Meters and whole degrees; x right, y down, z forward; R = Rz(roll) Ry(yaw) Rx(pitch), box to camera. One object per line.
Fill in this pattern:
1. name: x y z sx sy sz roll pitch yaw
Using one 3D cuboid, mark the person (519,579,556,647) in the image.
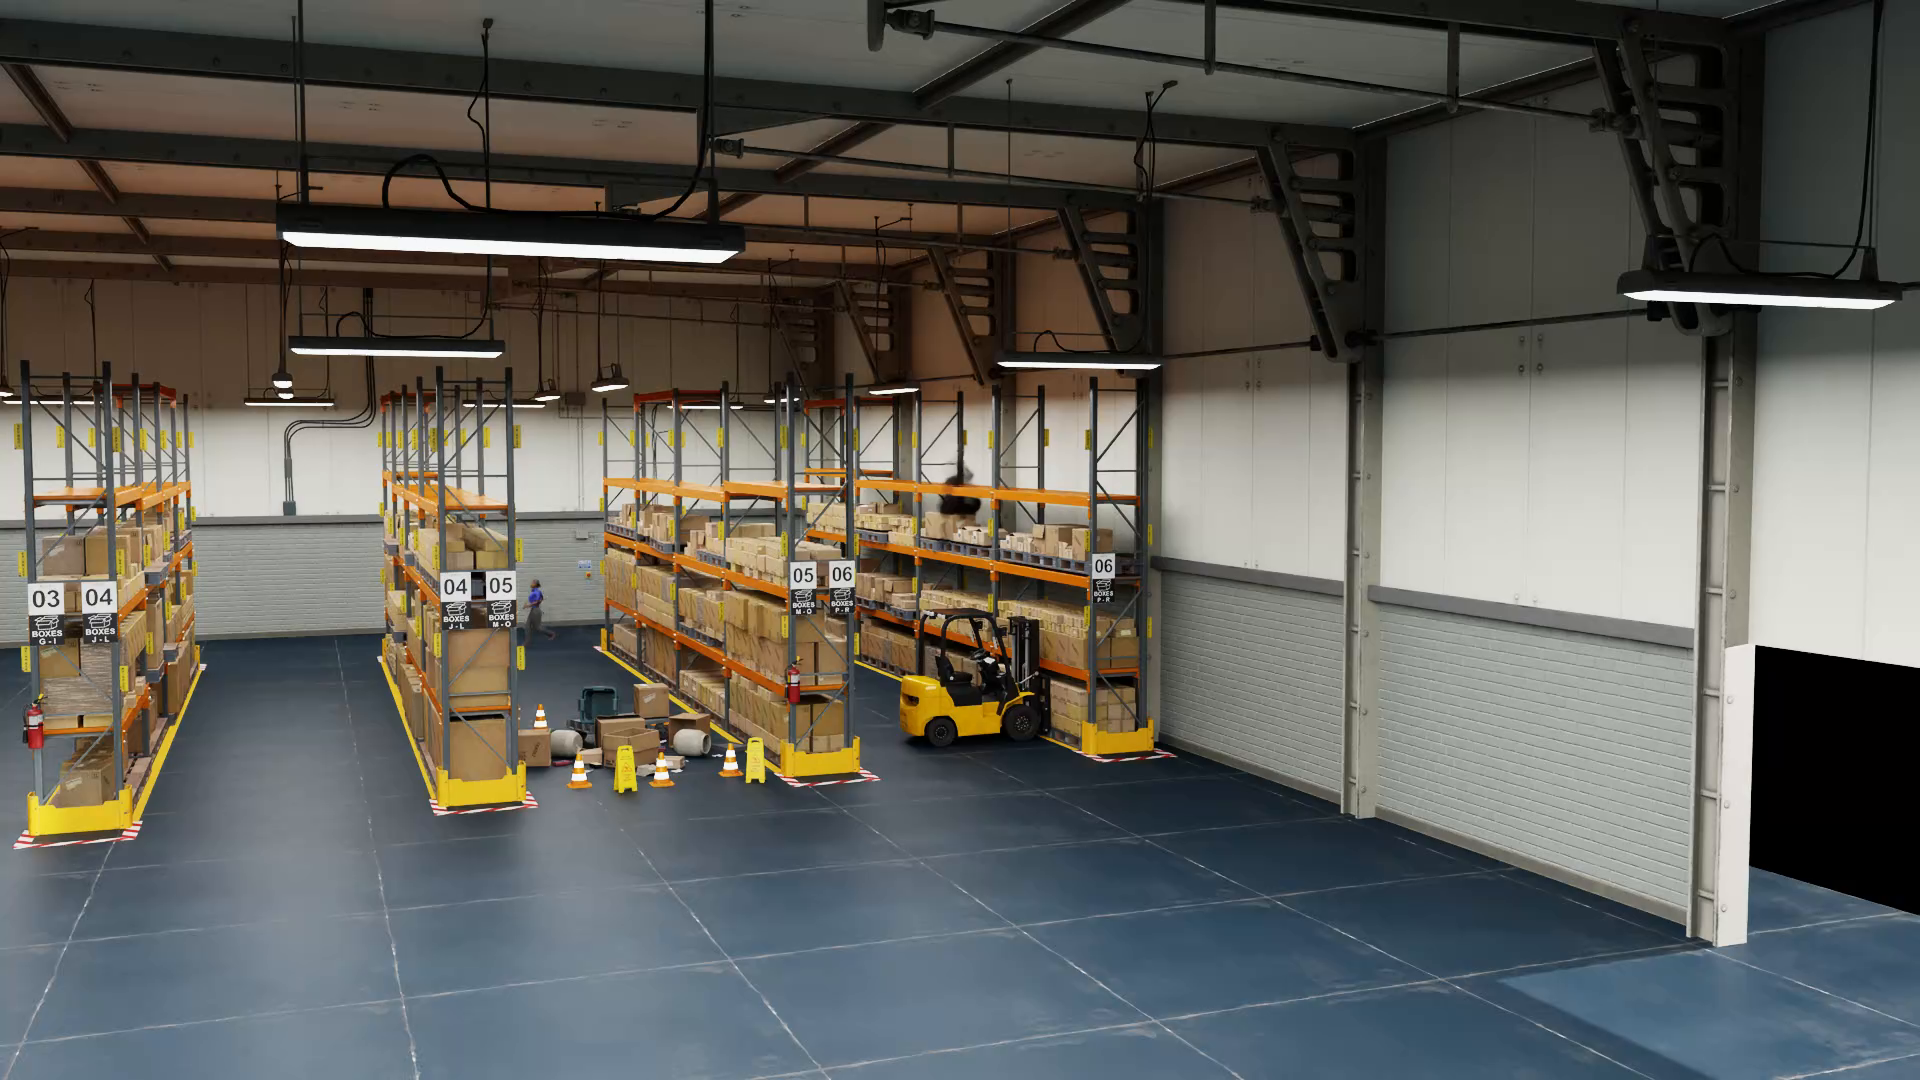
1. person: -10.237 1.759 40.206 0.856 1.634 0.604 -1 4 -20
